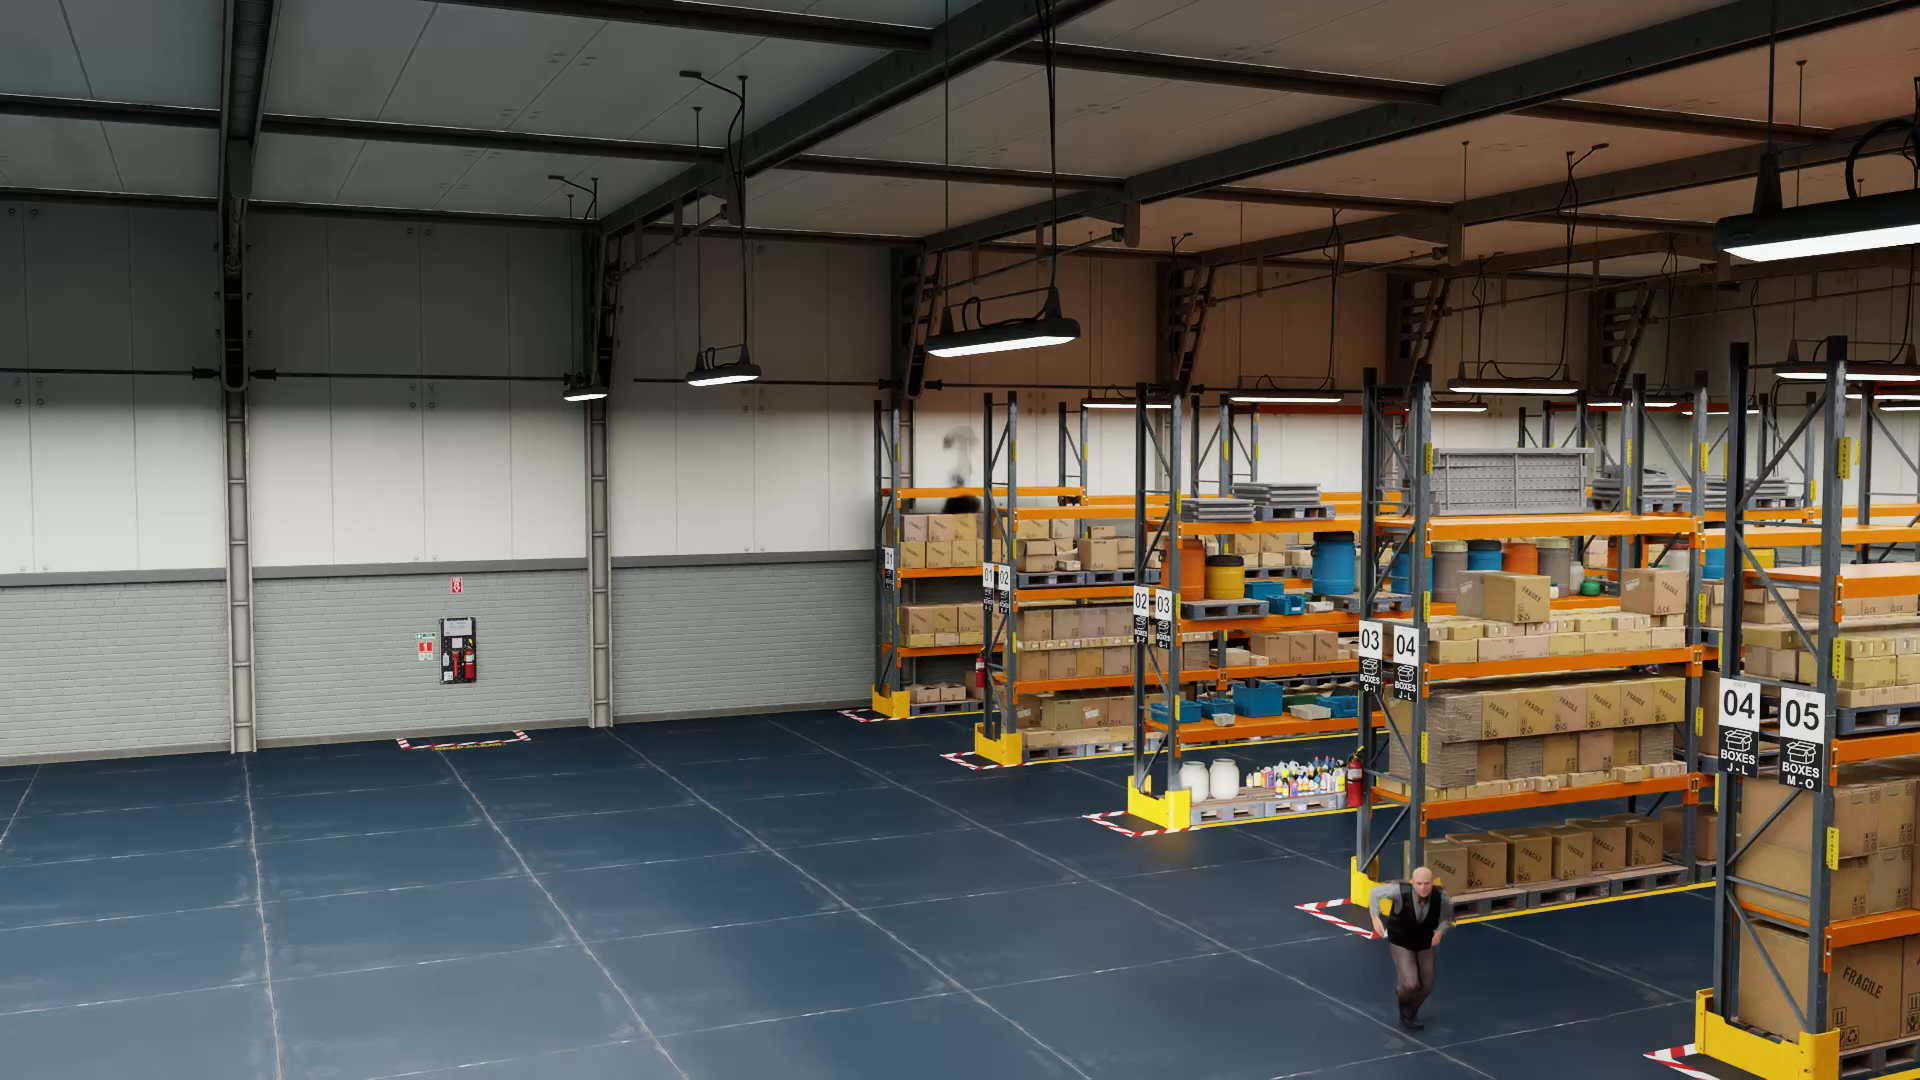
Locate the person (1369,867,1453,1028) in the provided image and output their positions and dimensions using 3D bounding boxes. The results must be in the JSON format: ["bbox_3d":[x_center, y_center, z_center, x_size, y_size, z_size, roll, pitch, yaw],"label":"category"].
[{"bbox_3d":[3.913,3.549,14.449,0.685,1.548,0.856,0,3,3],"label":"person"}]
